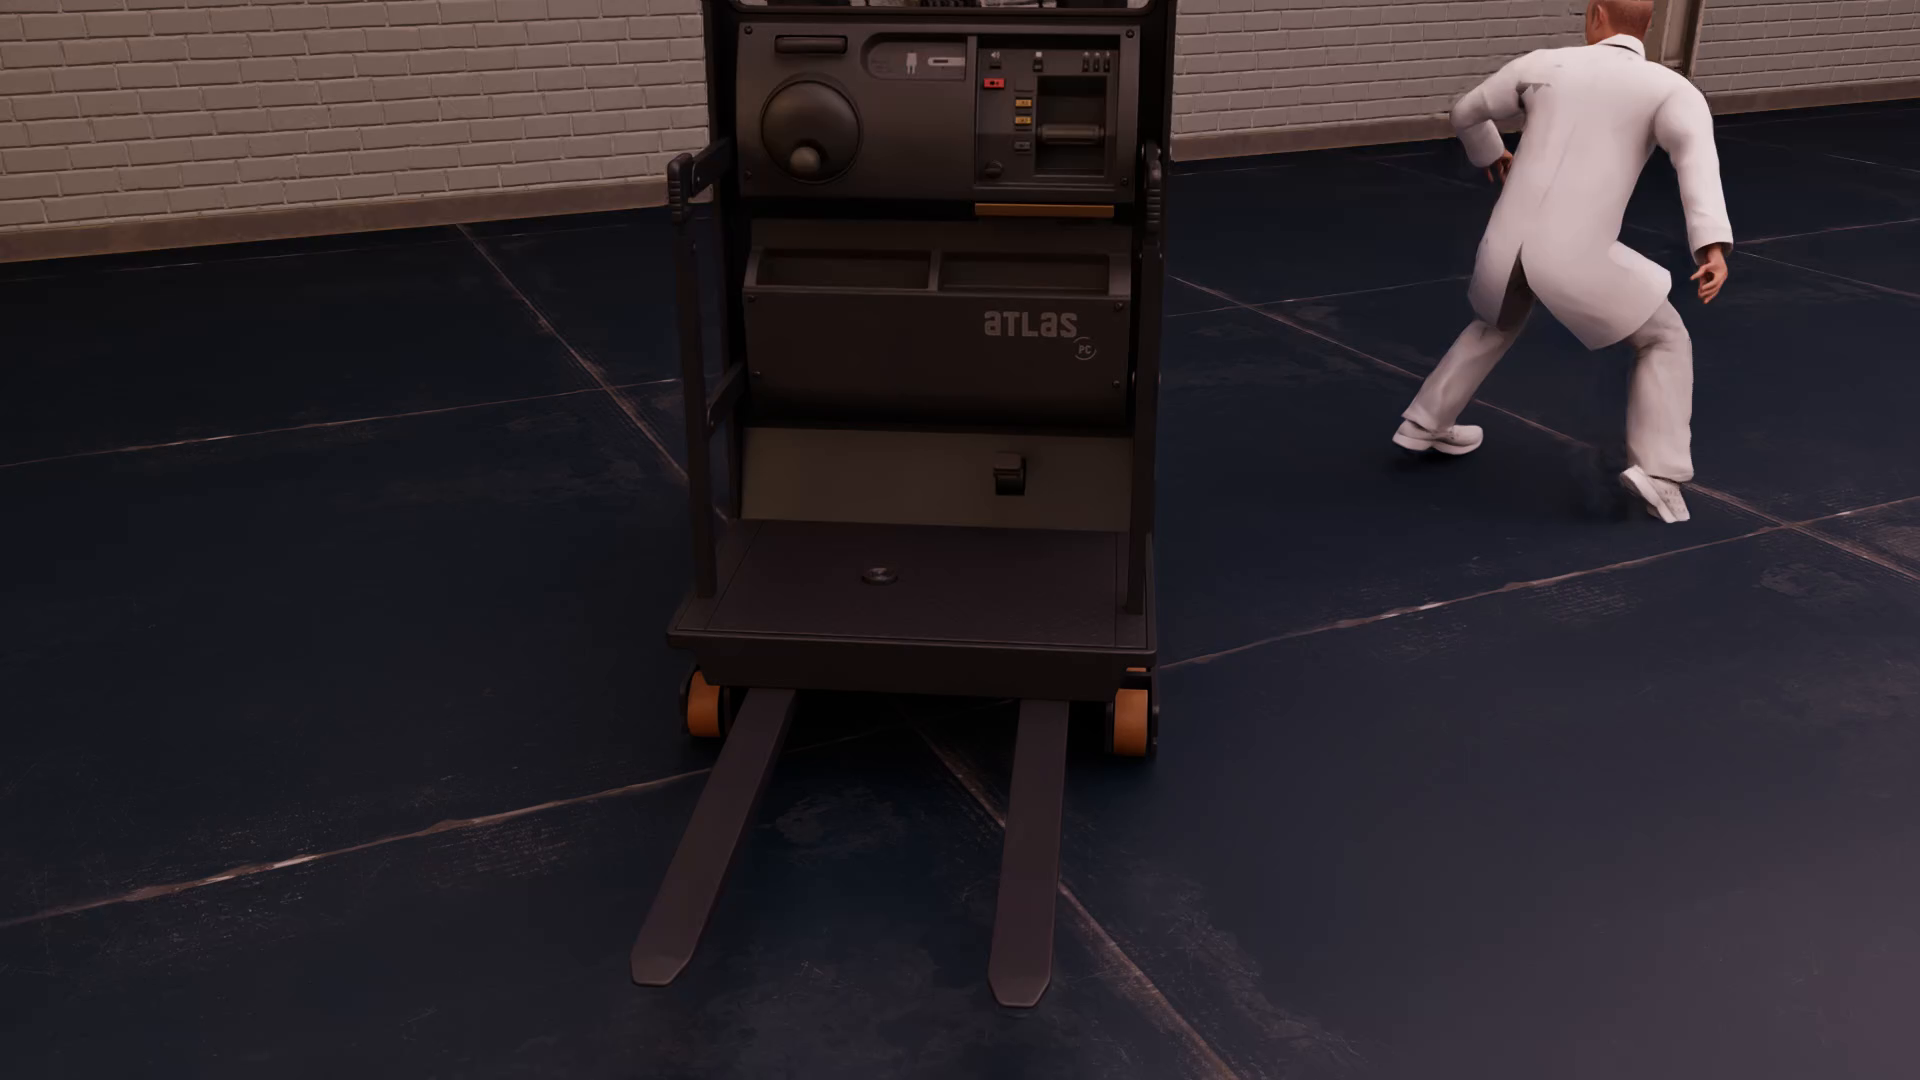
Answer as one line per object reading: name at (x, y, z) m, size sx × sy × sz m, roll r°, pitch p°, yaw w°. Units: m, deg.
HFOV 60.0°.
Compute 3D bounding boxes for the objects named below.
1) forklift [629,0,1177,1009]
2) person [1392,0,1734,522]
forklift at (-0.072, -0.980, 3.644) m, size 1.130 × 2.935 × 3.031 m, roll 2°, pitch 23°, yaw 5°
person at (1.974, -0.870, 5.260) m, size 0.610 × 1.730 × 1.106 m, roll -18°, pitch 29°, yaw -37°
